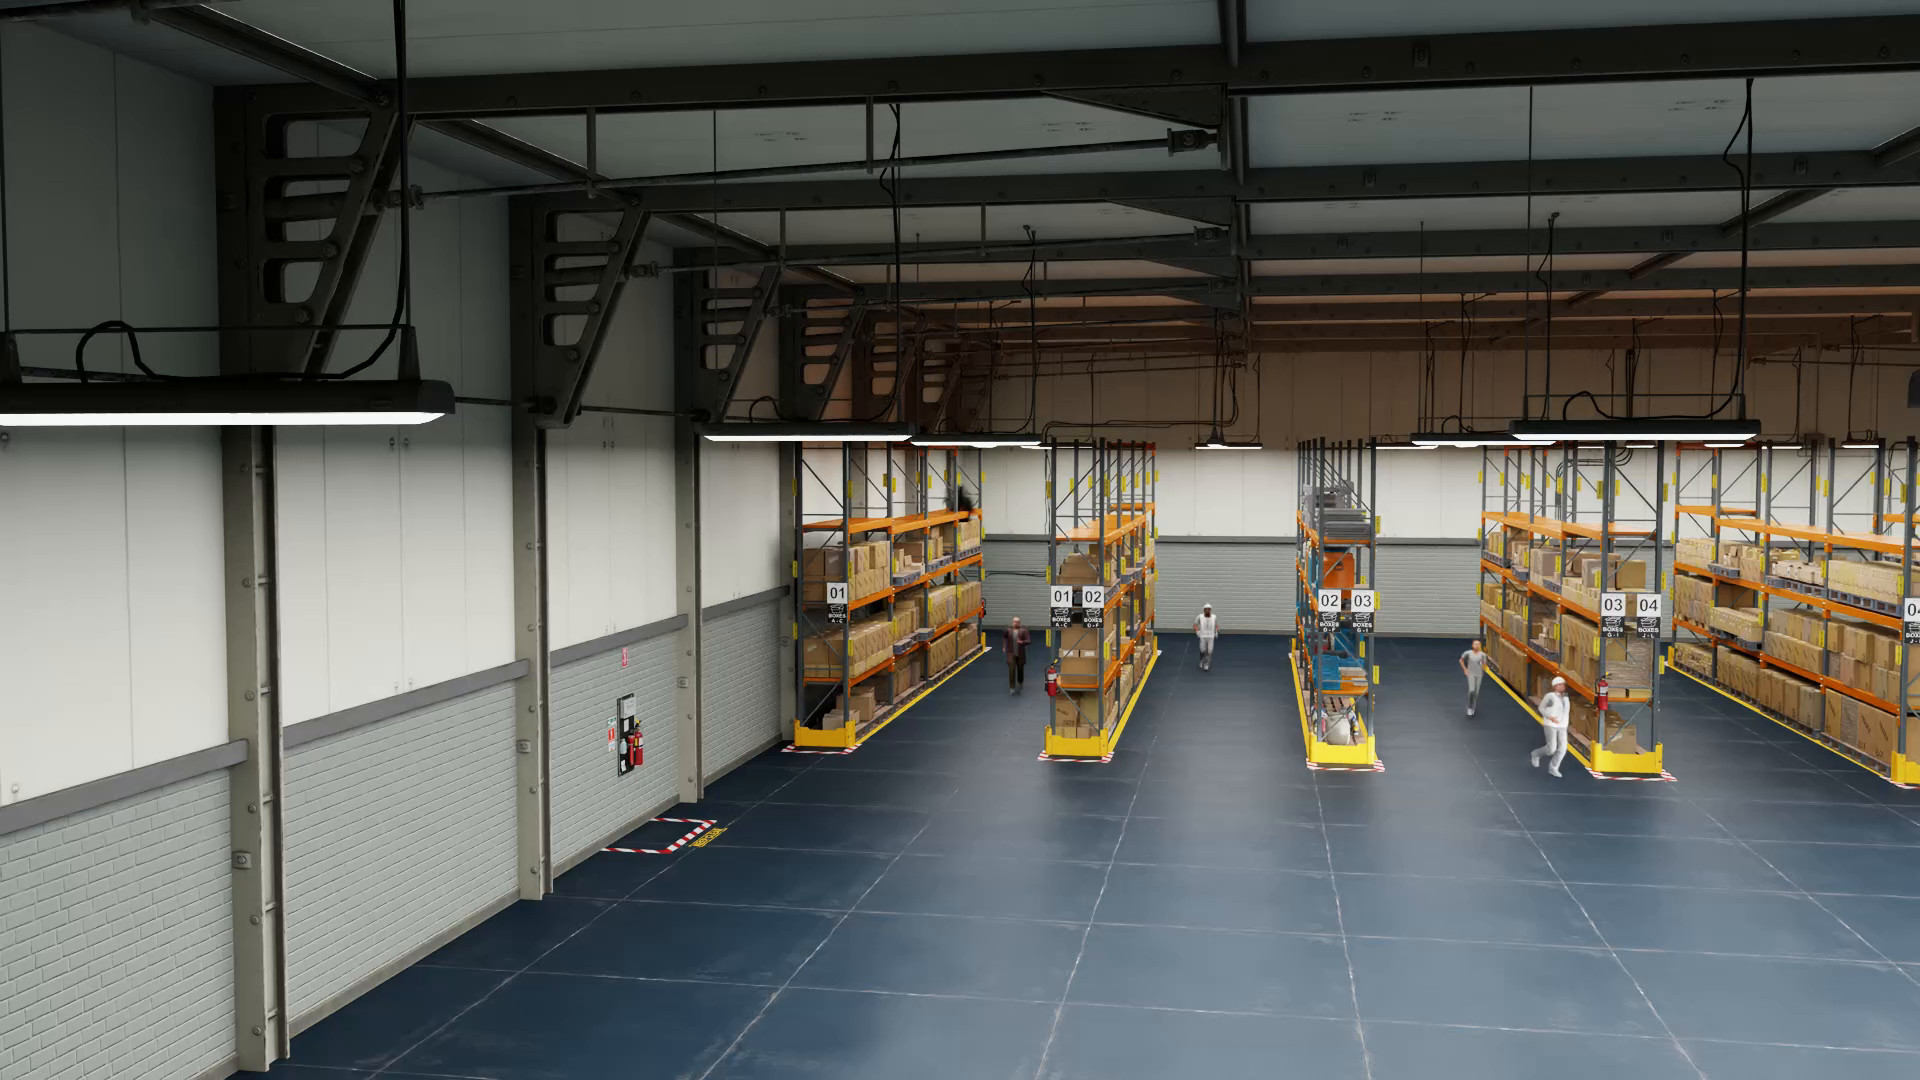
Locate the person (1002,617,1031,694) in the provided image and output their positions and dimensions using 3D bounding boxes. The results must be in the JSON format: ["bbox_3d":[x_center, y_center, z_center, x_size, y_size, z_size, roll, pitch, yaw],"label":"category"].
[{"bbox_3d":[1.332,2.717,39.421,0.700,1.763,1.052,0,3,5],"label":"person"}]

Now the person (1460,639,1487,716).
[{"bbox_3d":[11.176,2.982,36.129,0.539,1.677,0.692,0,3,2],"label":"person"}]

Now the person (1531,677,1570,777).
[{"bbox_3d":[10.578,3.293,29.622,0.672,1.730,0.683,-1,3,-20],"label":"person"}]

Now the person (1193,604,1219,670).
[{"bbox_3d":[6.459,2.546,43.488,0.656,1.736,0.582,0,3,-1],"label":"person"}]
